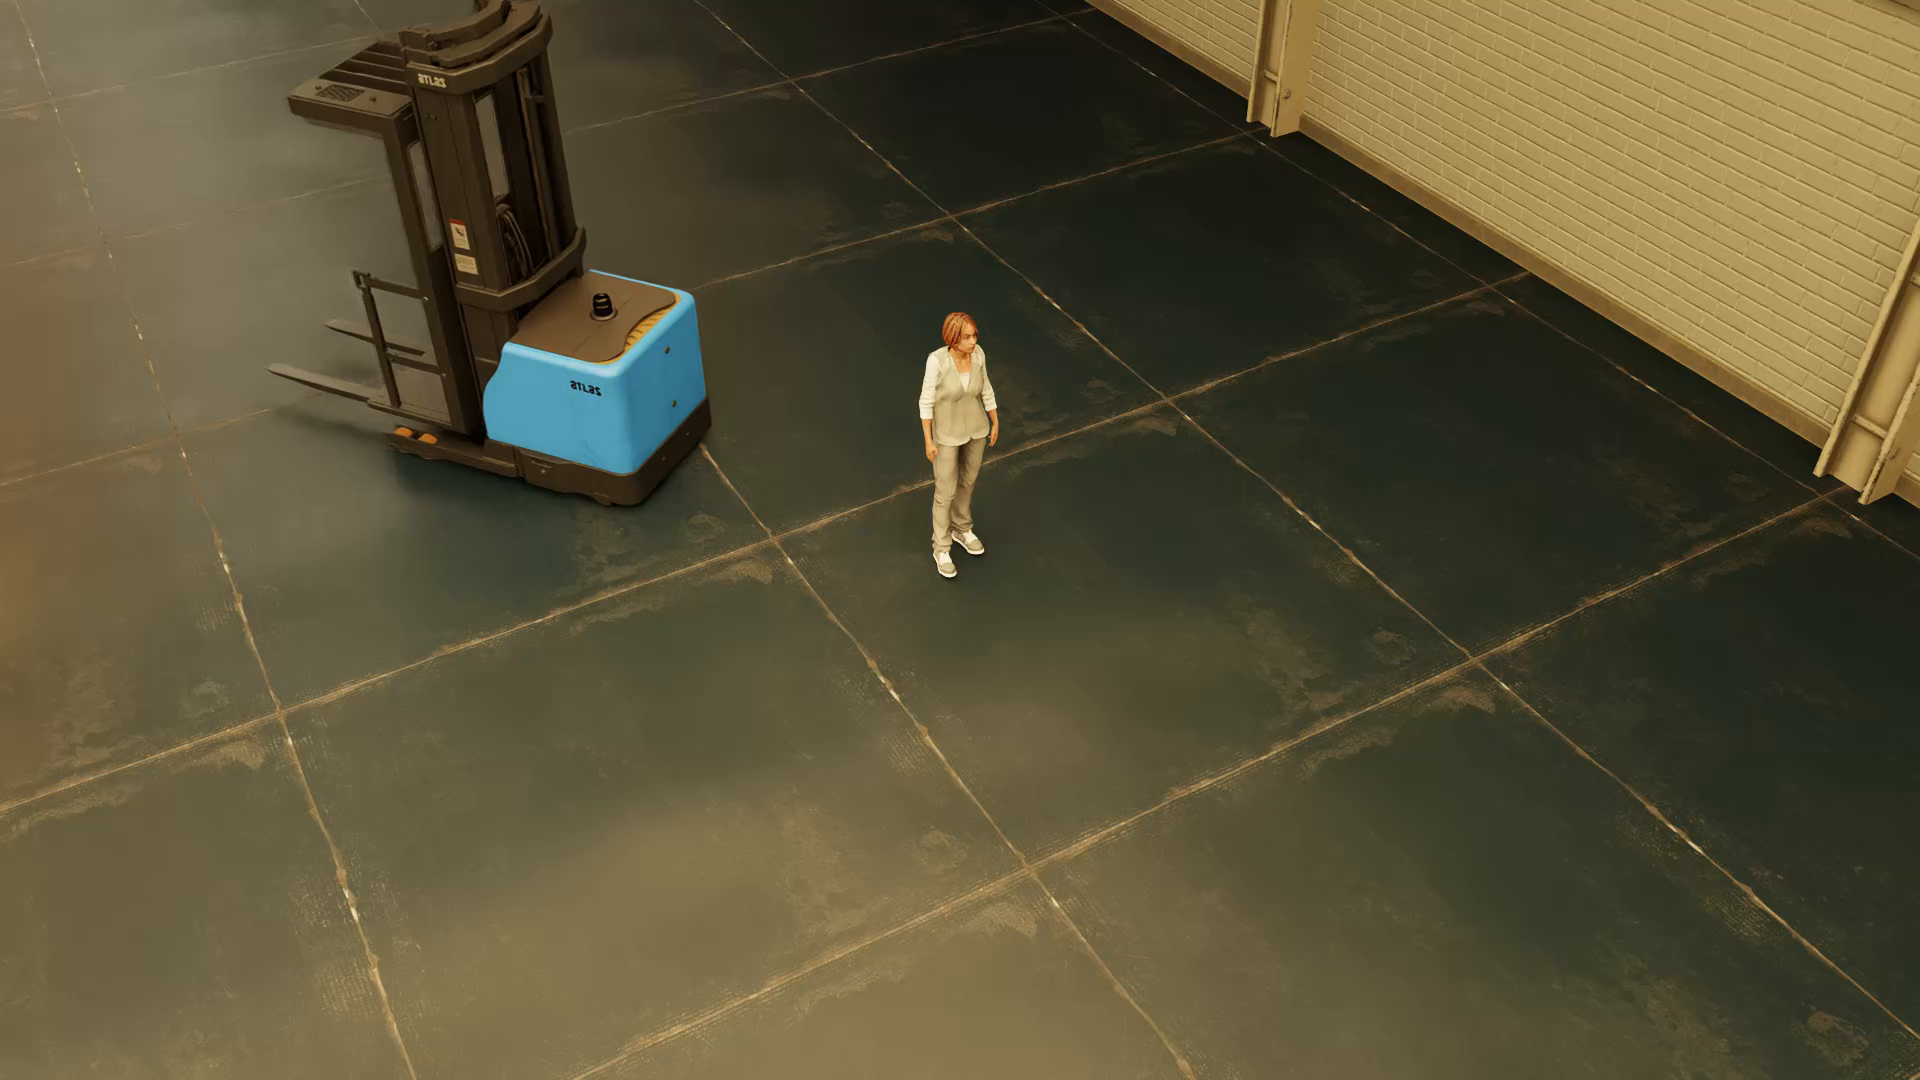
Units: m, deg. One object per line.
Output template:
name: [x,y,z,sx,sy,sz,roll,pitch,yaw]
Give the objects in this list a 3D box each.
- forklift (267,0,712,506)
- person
forklift: [-3.232,-1.953,10.391,3.031,2.935,1.130,15,42,17]
person: [0.025,-0.575,9.762,0.520,1.599,0.473,-20,44,-23]
